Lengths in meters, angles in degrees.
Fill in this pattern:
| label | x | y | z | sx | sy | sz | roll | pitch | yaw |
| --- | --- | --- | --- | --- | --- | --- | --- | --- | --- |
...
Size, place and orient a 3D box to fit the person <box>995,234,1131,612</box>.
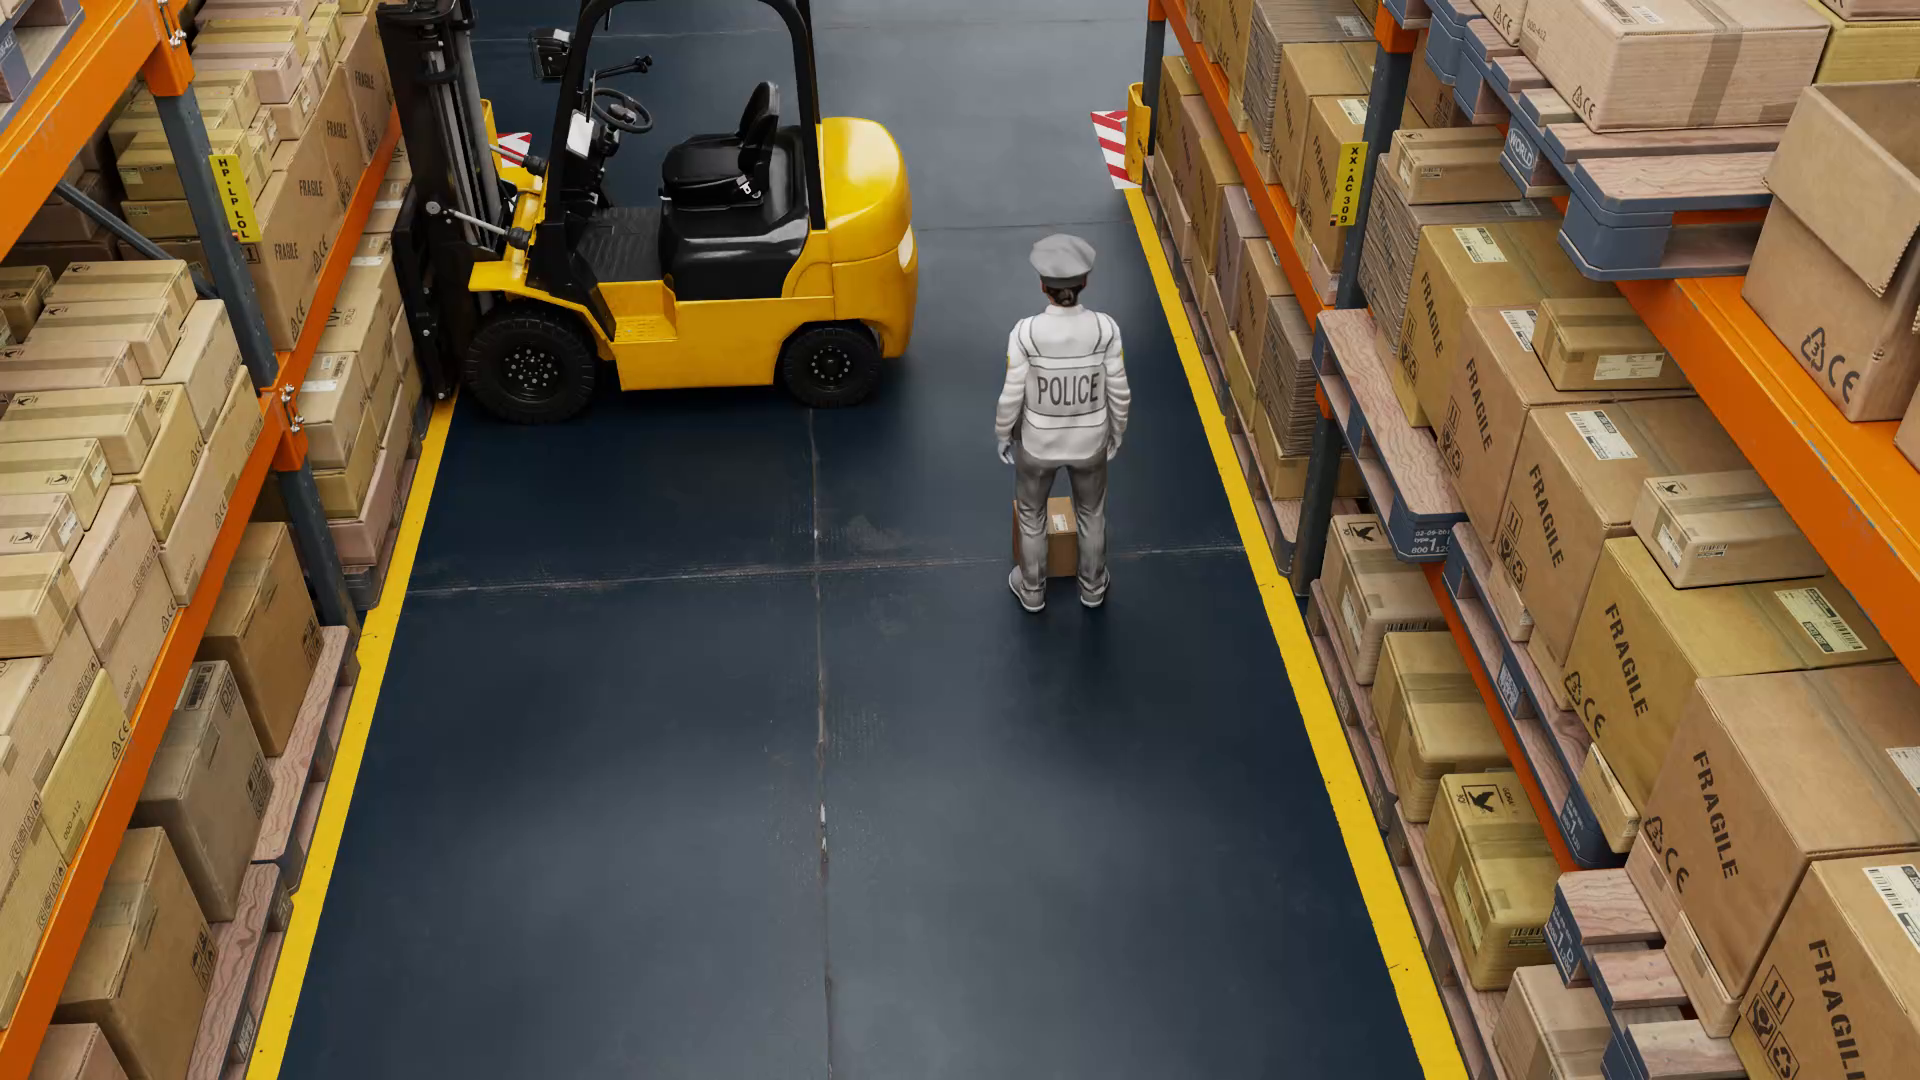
| label | x | y | z | sx | sy | sz | roll | pitch | yaw |
| --- | --- | --- | --- | --- | --- | --- | --- | --- | --- |
| person | 0.404 | -0.405 | 6.645 | 0.530 | 1.664 | 0.371 | -3 | 39 | -4 |
